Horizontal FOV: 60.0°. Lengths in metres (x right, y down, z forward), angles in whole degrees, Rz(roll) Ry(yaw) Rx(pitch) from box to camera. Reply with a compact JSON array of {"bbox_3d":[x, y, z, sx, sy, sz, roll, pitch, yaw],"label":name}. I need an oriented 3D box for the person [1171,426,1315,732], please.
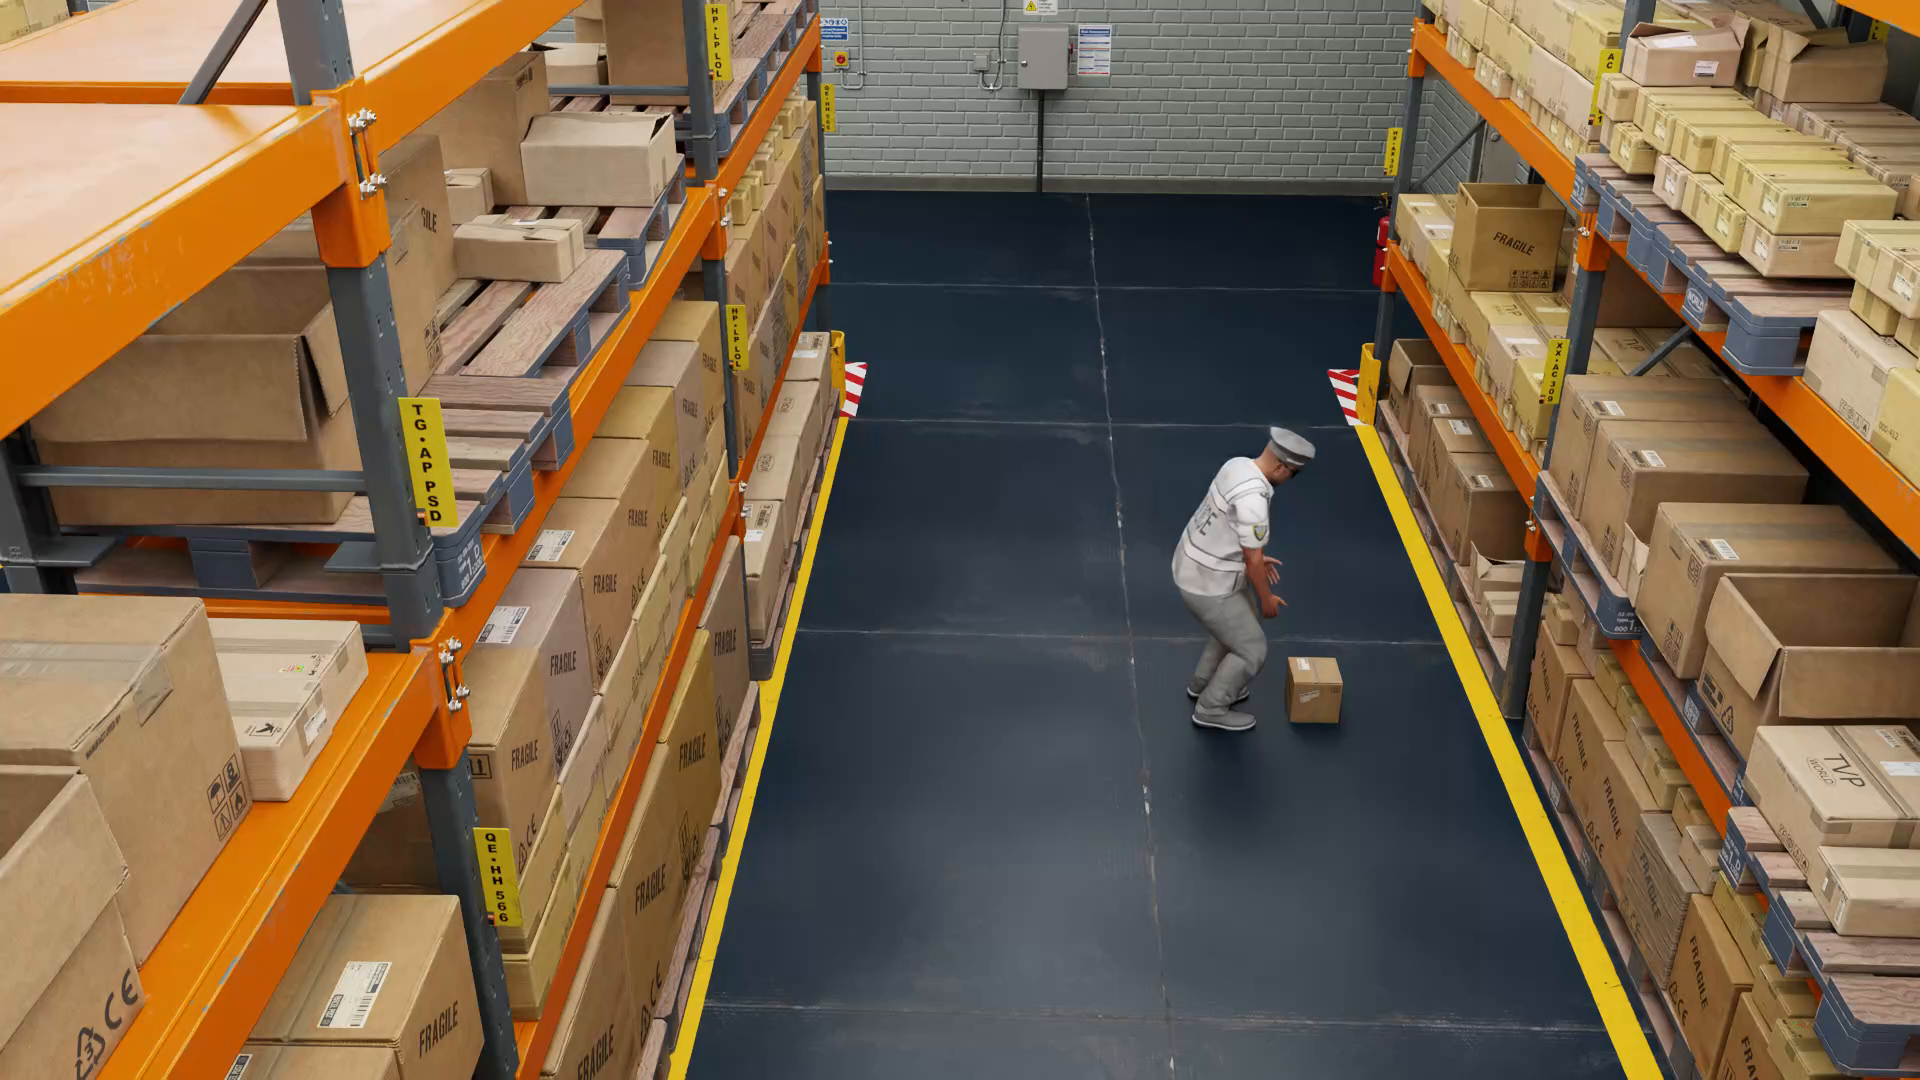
[{"bbox_3d":[1.407,0.179,8.457,0.657,1.594,0.581,1,28,3],"label":"person"}]
